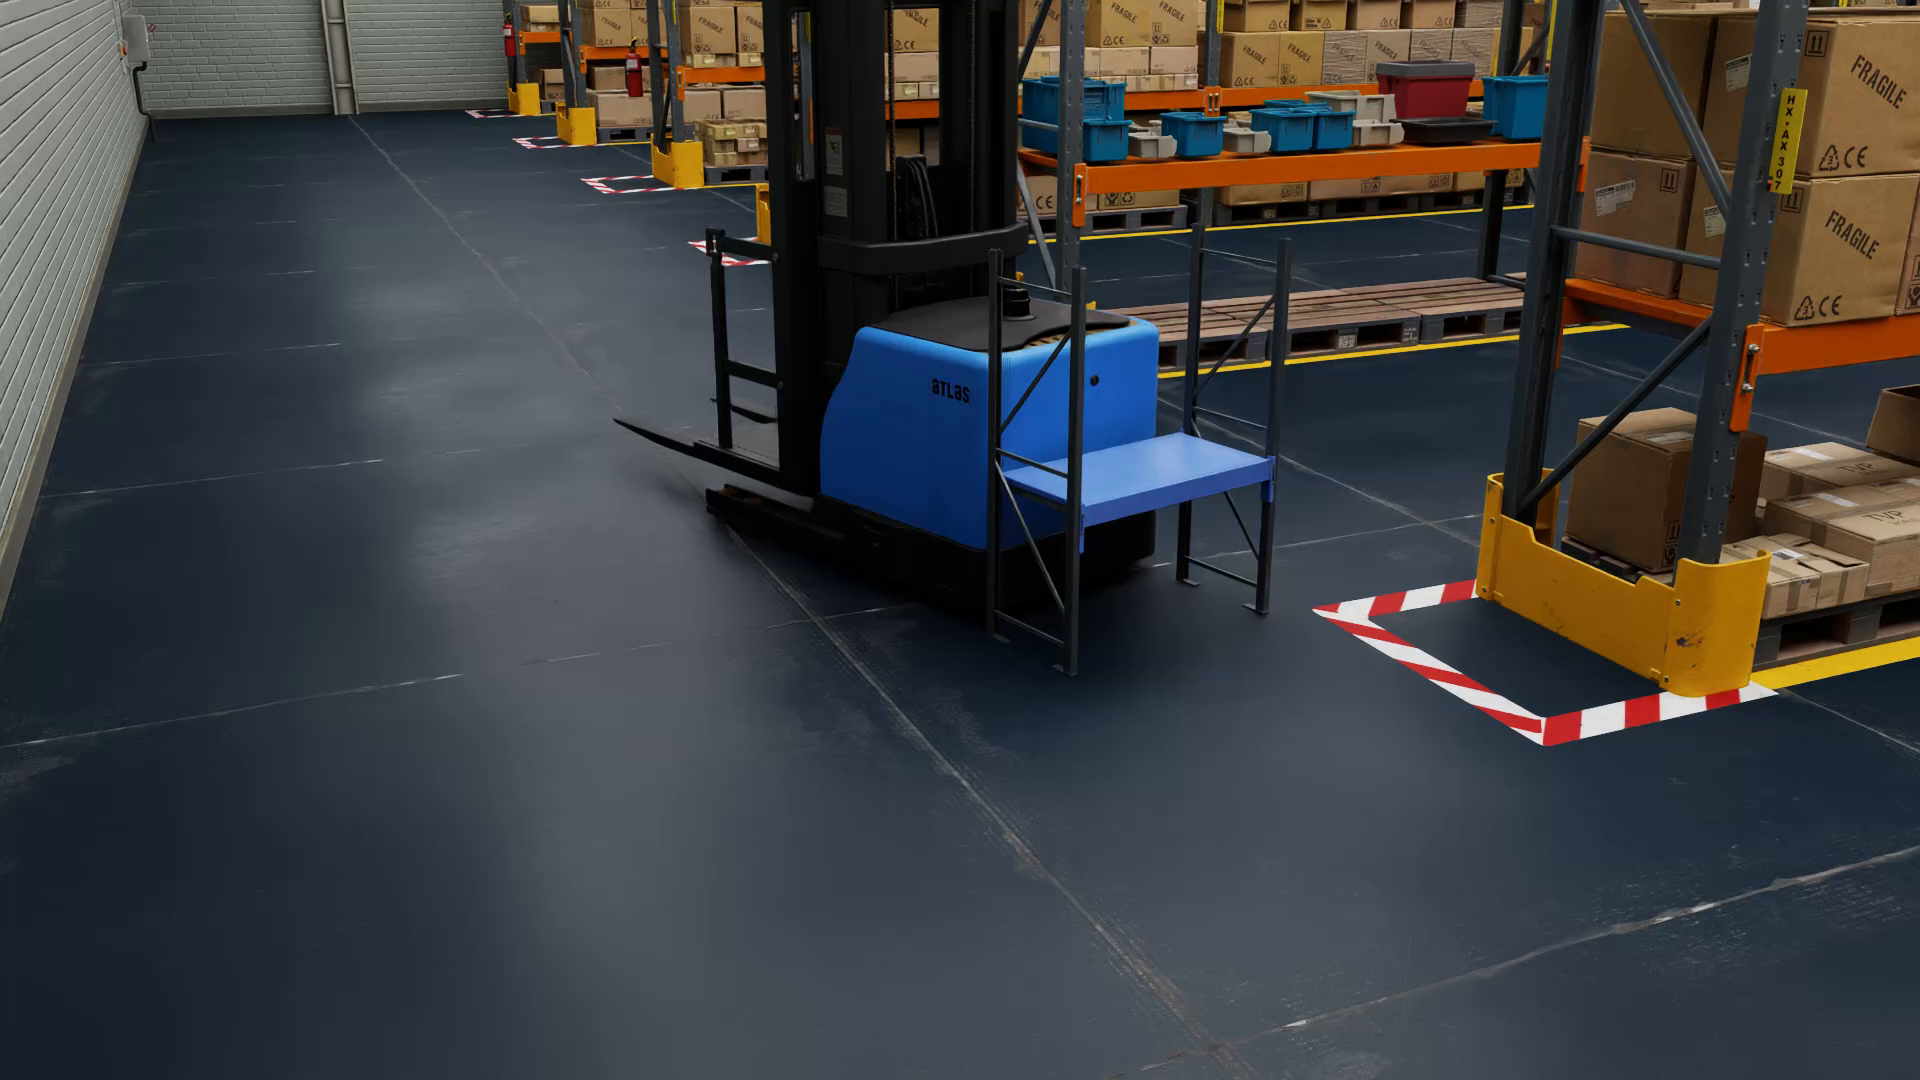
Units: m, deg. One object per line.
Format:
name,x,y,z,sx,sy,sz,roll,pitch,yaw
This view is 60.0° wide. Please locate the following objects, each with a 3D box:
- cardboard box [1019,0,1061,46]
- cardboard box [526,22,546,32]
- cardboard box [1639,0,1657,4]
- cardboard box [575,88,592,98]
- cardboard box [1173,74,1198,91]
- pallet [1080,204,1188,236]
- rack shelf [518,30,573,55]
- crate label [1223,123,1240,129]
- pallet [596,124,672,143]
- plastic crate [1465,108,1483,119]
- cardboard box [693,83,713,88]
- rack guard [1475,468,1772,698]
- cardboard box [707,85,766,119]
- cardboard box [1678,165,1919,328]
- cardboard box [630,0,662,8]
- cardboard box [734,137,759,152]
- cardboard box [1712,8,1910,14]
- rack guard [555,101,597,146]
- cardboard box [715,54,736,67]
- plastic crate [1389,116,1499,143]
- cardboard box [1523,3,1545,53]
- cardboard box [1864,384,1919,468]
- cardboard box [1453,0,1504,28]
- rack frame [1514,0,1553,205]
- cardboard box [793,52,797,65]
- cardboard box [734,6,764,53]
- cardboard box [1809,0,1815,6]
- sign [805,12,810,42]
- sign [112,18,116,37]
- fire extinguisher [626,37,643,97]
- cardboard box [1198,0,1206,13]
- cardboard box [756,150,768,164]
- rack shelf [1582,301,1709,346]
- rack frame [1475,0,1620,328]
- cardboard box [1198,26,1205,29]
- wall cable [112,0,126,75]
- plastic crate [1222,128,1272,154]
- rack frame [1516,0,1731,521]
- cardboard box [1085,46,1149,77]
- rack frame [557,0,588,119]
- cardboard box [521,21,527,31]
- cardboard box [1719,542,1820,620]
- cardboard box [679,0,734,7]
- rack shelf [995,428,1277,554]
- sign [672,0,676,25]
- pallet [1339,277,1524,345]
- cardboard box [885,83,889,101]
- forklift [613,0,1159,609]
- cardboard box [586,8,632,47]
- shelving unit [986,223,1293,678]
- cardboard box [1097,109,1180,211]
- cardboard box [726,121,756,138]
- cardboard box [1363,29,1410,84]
cardboard box,0.715,-4.890,15.543,0.500,0.500,0.500,-9,21,-24
cardboard box,-6.970,-8.434,27.338,0.250,0.149,0.380,-8,21,-22
cardboard box,9.506,-7.990,23.845,0.500,0.550,0.875,-8,21,-22
cardboard box,-6.376,-7.542,28.086,0.250,0.149,0.380,-9,21,-24
cardboard box,2.037,-4.326,15.669,0.250,0.149,0.380,-8,21,-22
pallet,1.458,-3.193,16.272,1.213,0.211,1.003,-8,21,-22
rack shelf,-5.544,-8.517,28.278,4.000,0.370,1.077,-8,21,-22
crate label,1.671,-2.692,10.957,0.243,0.136,0.396,-8,21,-22
pallet,-4.708,-5.894,23.943,1.213,0.211,1.003,-8,21,-22
plastic crate,3.665,-2.960,11.719,0.243,0.136,0.396,-8,21,-22
cardboard box,-4.431,-7.818,28.694,0.258,0.266,0.396,-7,21,-20
rack guard,2.504,0.133,6.393,0.348,0.500,1.175,-8,21,-22
cardboard box,-3.179,-6.428,24.487,0.875,0.438,0.875,-9,21,-24
cardboard box,4.004,-1.309,6.574,3.026,0.500,1.079,-8,21,-21
cardboard box,-4.386,-7.645,23.063,0.500,0.500,0.500,-9,21,-23
cardboard box,-2.501,-4.587,19.245,0.250,0.149,0.380,-8,21,-22
cardboard box,3.198,-1.764,6.361,0.500,0.500,0.500,-8,21,-20
rack guard,-5.433,-5.898,23.520,0.348,0.500,1.175,-8,21,-22
cardboard box,-2.713,-5.454,18.874,0.250,0.149,0.380,-7,21,-20
plastic crate,3.227,-2.743,11.120,0.590,0.125,0.437,-8,21,-22
cardboard box,6.340,-5.439,17.669,0.500,0.500,0.500,-11,22,-29
cardboard box,4.384,-0.344,7.079,0.637,0.503,0.797,-8,21,-22
cardboard box,5.182,-5.539,17.077,0.637,0.503,0.797,-7,21,-20
rack frame,5.860,-5.110,17.519,0.127,3.000,1.000,-8,21,-22
cardboard box,-2.003,-5.577,19.224,0.250,0.149,0.380,-8,21,-22
cardboard box,-2.355,-5.824,18.948,0.500,0.500,0.500,-8,21,-22
cardboard box,9.837,-6.439,19.188,0.500,0.500,0.500,-8,21,-22
sign,-1.272,-4.334,13.891,0.005,0.325,0.100,-8,21,-22
sign,-10.617,-6.436,20.877,0.001,0.218,0.327,-8,21,-22
fire extinguisher,-3.772,-5.479,19.244,0.183,0.674,0.296,-8,21,-22
cardboard box,3.004,-6.689,20.853,0.250,0.149,0.380,-7,21,-20
cardboard box,-2.317,-4.503,19.454,0.250,0.149,0.380,-8,21,-21
rack shelf,4.271,-1.028,6.792,3.687,0.071,0.831,-8,21,-22
rack frame,4.149,-3.074,11.735,0.127,3.000,1.000,-8,21,-22
cardboard box,3.022,-6.413,20.965,0.250,0.149,0.380,-8,21,-23
wall cable,-10.580,-6.825,20.813,0.123,1.953,0.585,-8,21,-22
plastic crate,1.783,-2.490,10.383,0.298,0.136,0.250,-8,21,-22
rack frame,2.436,-1.036,5.946,0.053,2.616,0.949,-8,21,-22
cardboard box,1.411,-4.447,15.413,0.500,0.250,0.500,-7,21,-20
rack frame,-5.411,-7.080,23.113,0.127,3.000,1.000,-8,21,-22
cardboard box,-7.183,-8.600,27.809,0.250,0.149,0.380,-8,21,-23
cardboard box,2.955,0.150,6.209,0.250,0.149,0.380,-8,21,-22
cardboard box,-2.840,-6.221,18.570,0.500,0.500,0.500,-8,21,-22
rack shelf,0.672,-0.205,6.388,1.000,0.185,0.538,-14,24,-35
sign,-3.143,-5.827,18.250,0.005,0.325,0.100,-8,21,-22
pallet,3.489,-1.650,11.890,1.213,0.211,1.003,-8,21,-22
cardboard box,-0.794,-3.920,14.516,0.250,0.149,0.380,-8,21,-23
forklift,-0.534,-1.516,7.415,1.130,2.935,3.031,-17,26,-40
cardboard box,-4.857,-7.103,23.028,0.500,0.500,0.500,-8,21,-22
shelving unit,0.672,-0.375,6.329,1.048,1.500,0.538,-14,24,-35
cardboard box,1.549,-3.718,16.131,0.875,0.875,0.875,-8,21,-22
cardboard box,-2.537,-4.756,19.278,0.250,0.149,0.380,-8,21,-21
cardboard box,4.102,-4.817,16.537,0.500,0.500,0.500,-8,21,-21
